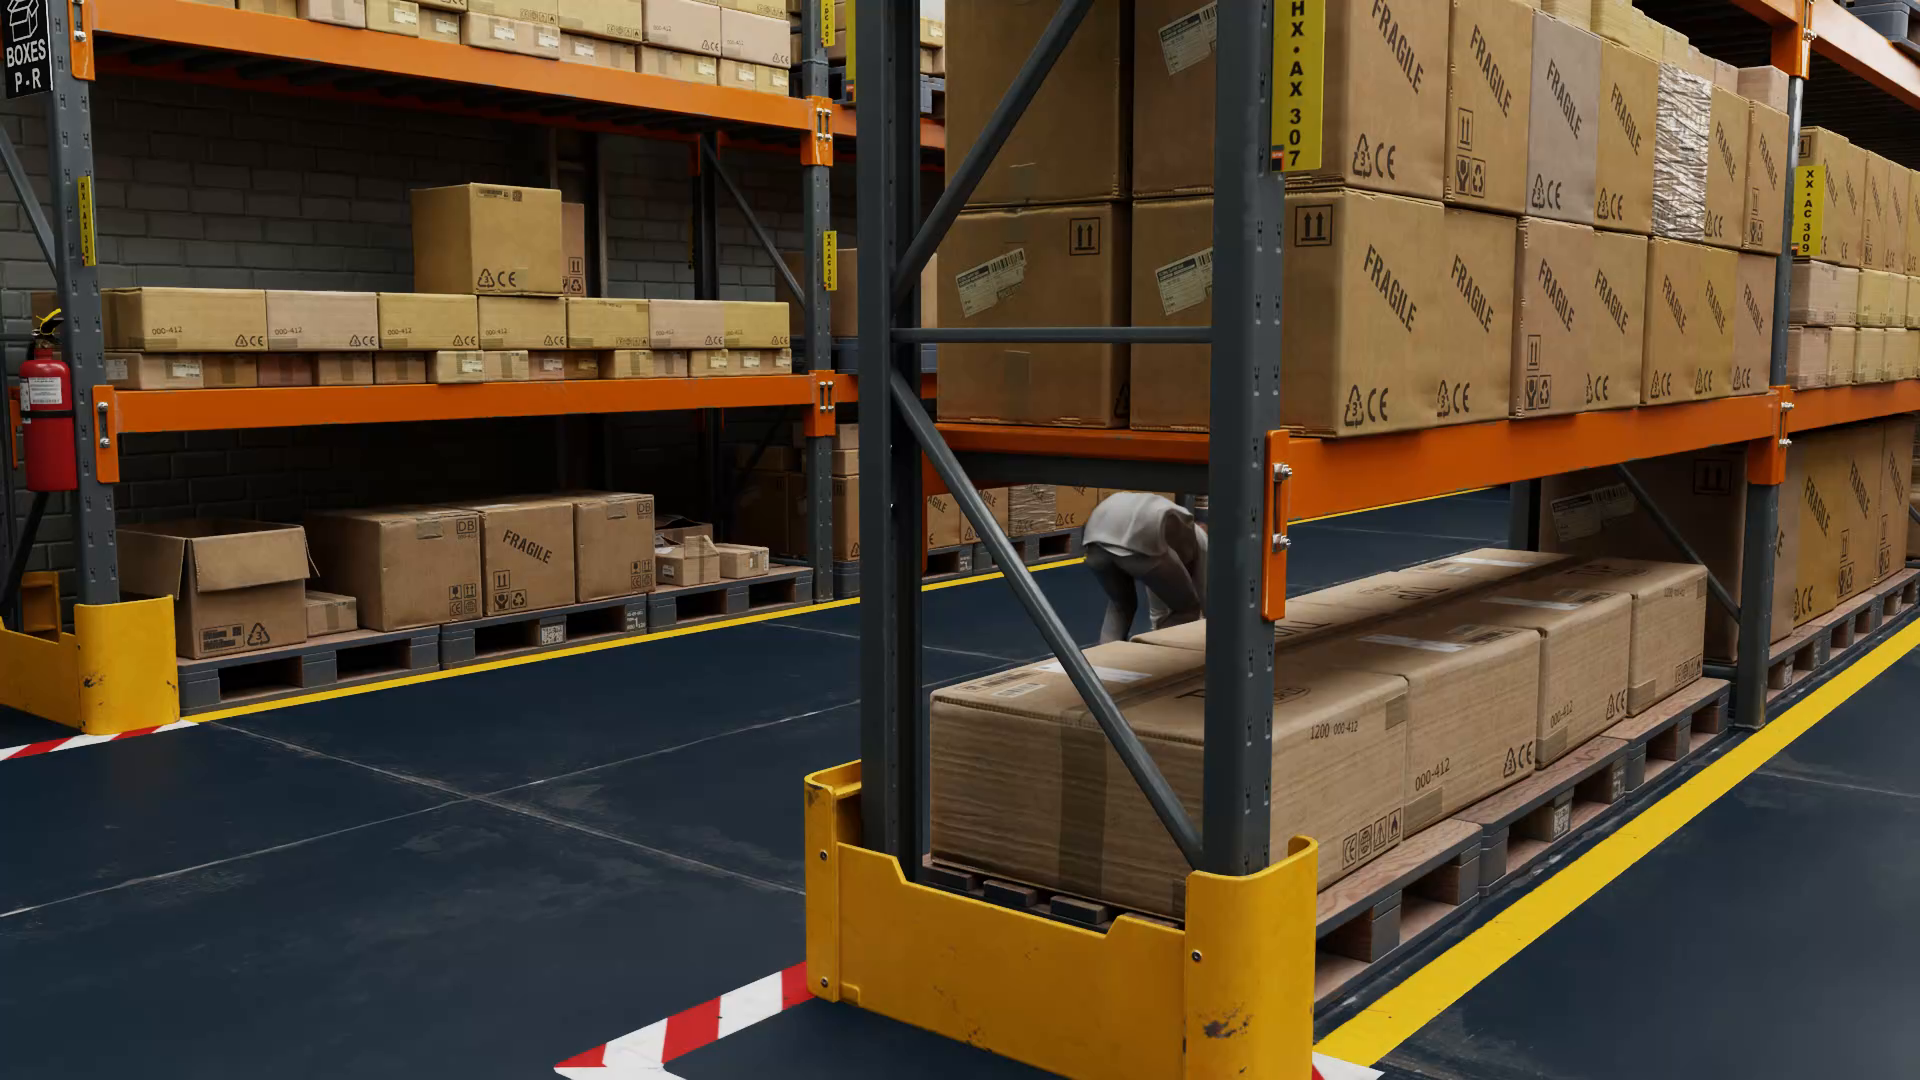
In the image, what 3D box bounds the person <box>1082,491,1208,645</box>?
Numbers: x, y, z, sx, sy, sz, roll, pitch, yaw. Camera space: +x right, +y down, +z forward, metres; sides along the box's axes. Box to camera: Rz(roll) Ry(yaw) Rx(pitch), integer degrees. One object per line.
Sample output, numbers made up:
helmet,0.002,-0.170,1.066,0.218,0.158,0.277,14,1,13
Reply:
person,0.811,0.239,6.795,0.421,0.898,0.855,5,9,37
